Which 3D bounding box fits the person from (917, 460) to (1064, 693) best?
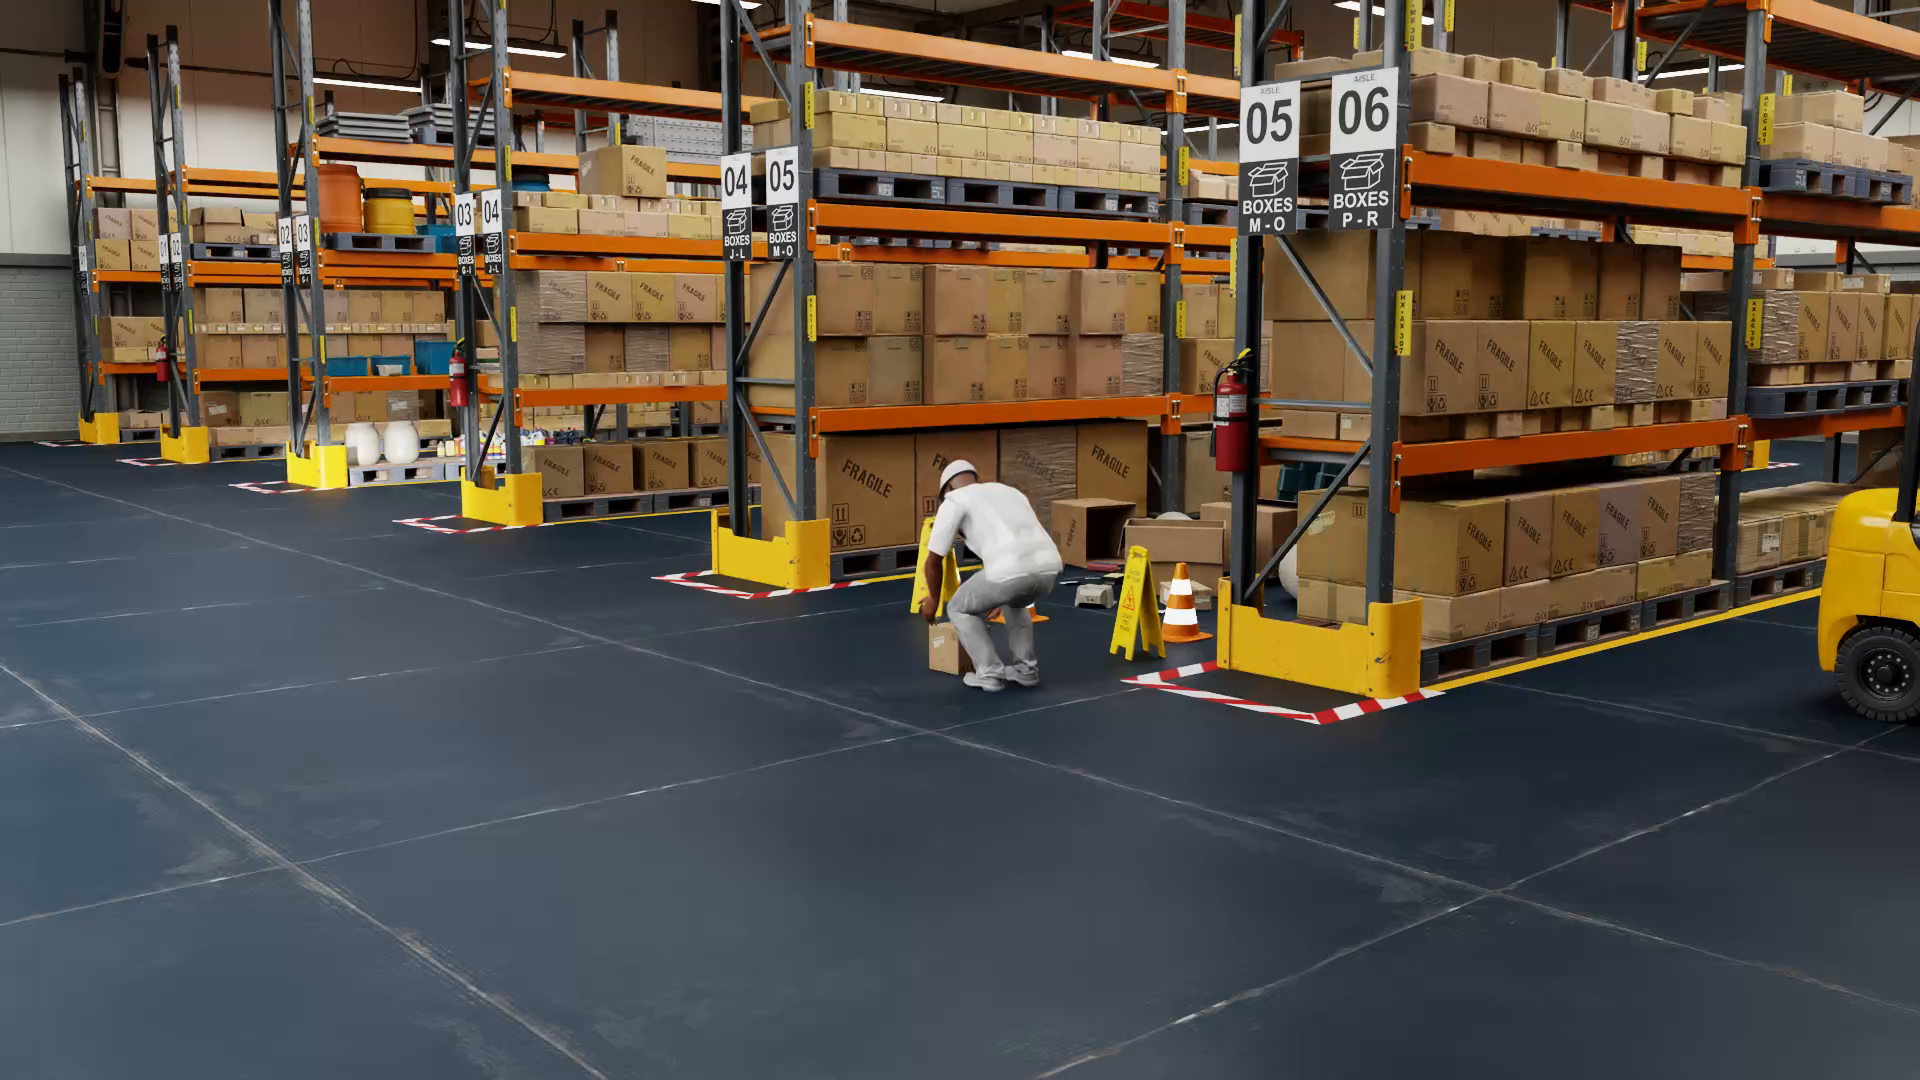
[{"bbox_3d":[0.157,0.185,8.936,0.619,1.196,0.847,-4,8,-29],"label":"person"}]
